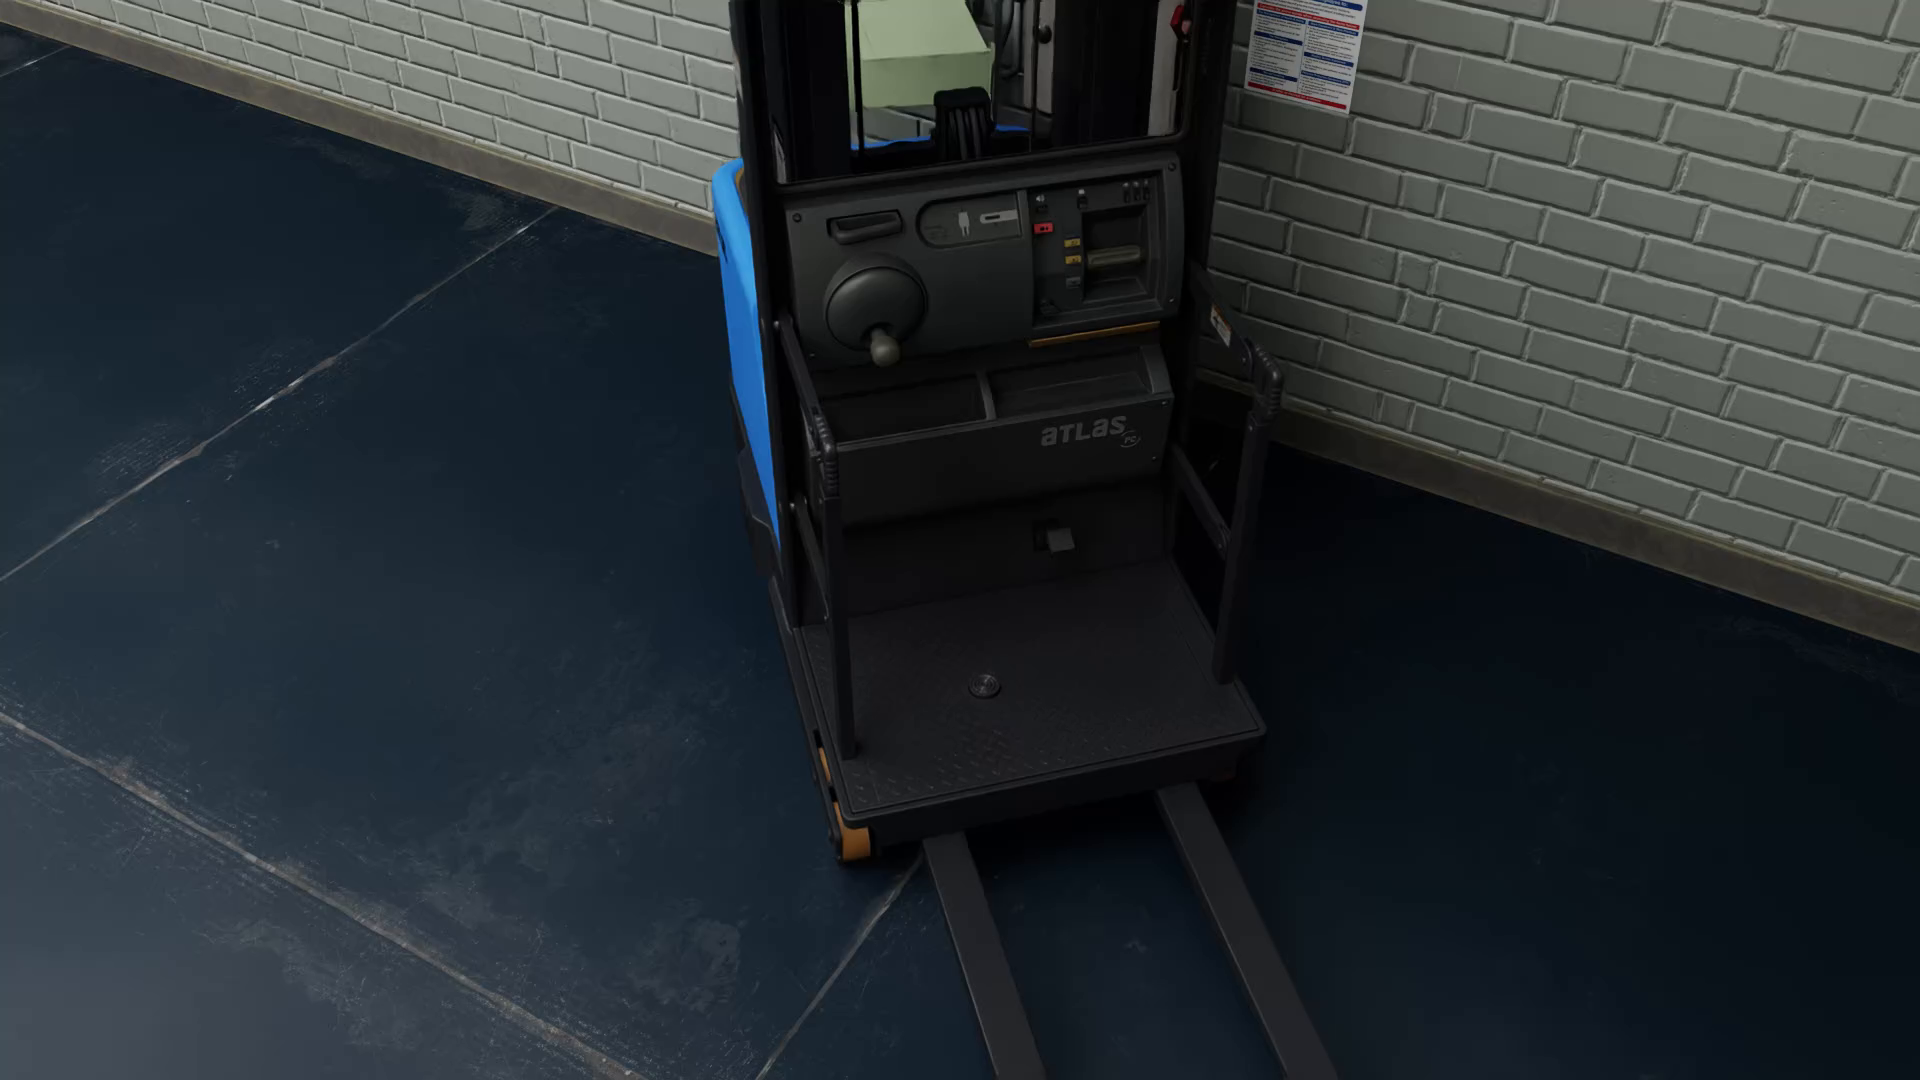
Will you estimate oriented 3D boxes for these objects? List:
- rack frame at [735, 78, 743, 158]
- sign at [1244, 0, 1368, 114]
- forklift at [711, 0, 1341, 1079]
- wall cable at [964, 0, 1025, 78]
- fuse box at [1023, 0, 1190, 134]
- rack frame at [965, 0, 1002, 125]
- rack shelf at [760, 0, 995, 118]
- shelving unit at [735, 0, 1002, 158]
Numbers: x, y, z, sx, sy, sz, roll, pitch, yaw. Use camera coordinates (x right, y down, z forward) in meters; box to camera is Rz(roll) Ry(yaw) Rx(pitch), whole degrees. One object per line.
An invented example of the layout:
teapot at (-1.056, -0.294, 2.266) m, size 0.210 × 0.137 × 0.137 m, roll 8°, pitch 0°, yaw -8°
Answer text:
rack frame at (-0.666, -1.087, 5.308) m, size 0.023 × 1.500 × 0.400 m, roll -7°, pitch 42°, yaw -10°
sign at (0.987, -1.476, 4.729) m, size 0.329 × 0.494 × 0.001 m, roll 21°, pitch 45°, yaw 22°
forklift at (0.128, -0.559, 3.667) m, size 1.130 × 2.935 × 3.031 m, roll -10°, pitch 42°, yaw -11°
wall cable at (-0.056, -2.254, 4.771) m, size 0.588 × 1.984 × 0.122 m, roll 21°, pitch 45°, yaw 22°
fuse box at (0.456, -1.073, 5.174) m, size 0.539 × 1.711 × 0.414 m, roll 21°, pitch 45°, yaw 22°
rack frame at (0.050, -1.172, 5.437) m, size 0.023 × 1.500 × 0.400 m, roll -7°, pitch 42°, yaw -10°
rack shelf at (-0.296, -1.421, 5.114) m, size 0.720 × 0.370 × 0.431 m, roll -7°, pitch 42°, yaw -10°
shelving unit at (-0.308, -1.130, 5.373) m, size 0.755 × 1.500 × 0.431 m, roll -7°, pitch 42°, yaw -10°
